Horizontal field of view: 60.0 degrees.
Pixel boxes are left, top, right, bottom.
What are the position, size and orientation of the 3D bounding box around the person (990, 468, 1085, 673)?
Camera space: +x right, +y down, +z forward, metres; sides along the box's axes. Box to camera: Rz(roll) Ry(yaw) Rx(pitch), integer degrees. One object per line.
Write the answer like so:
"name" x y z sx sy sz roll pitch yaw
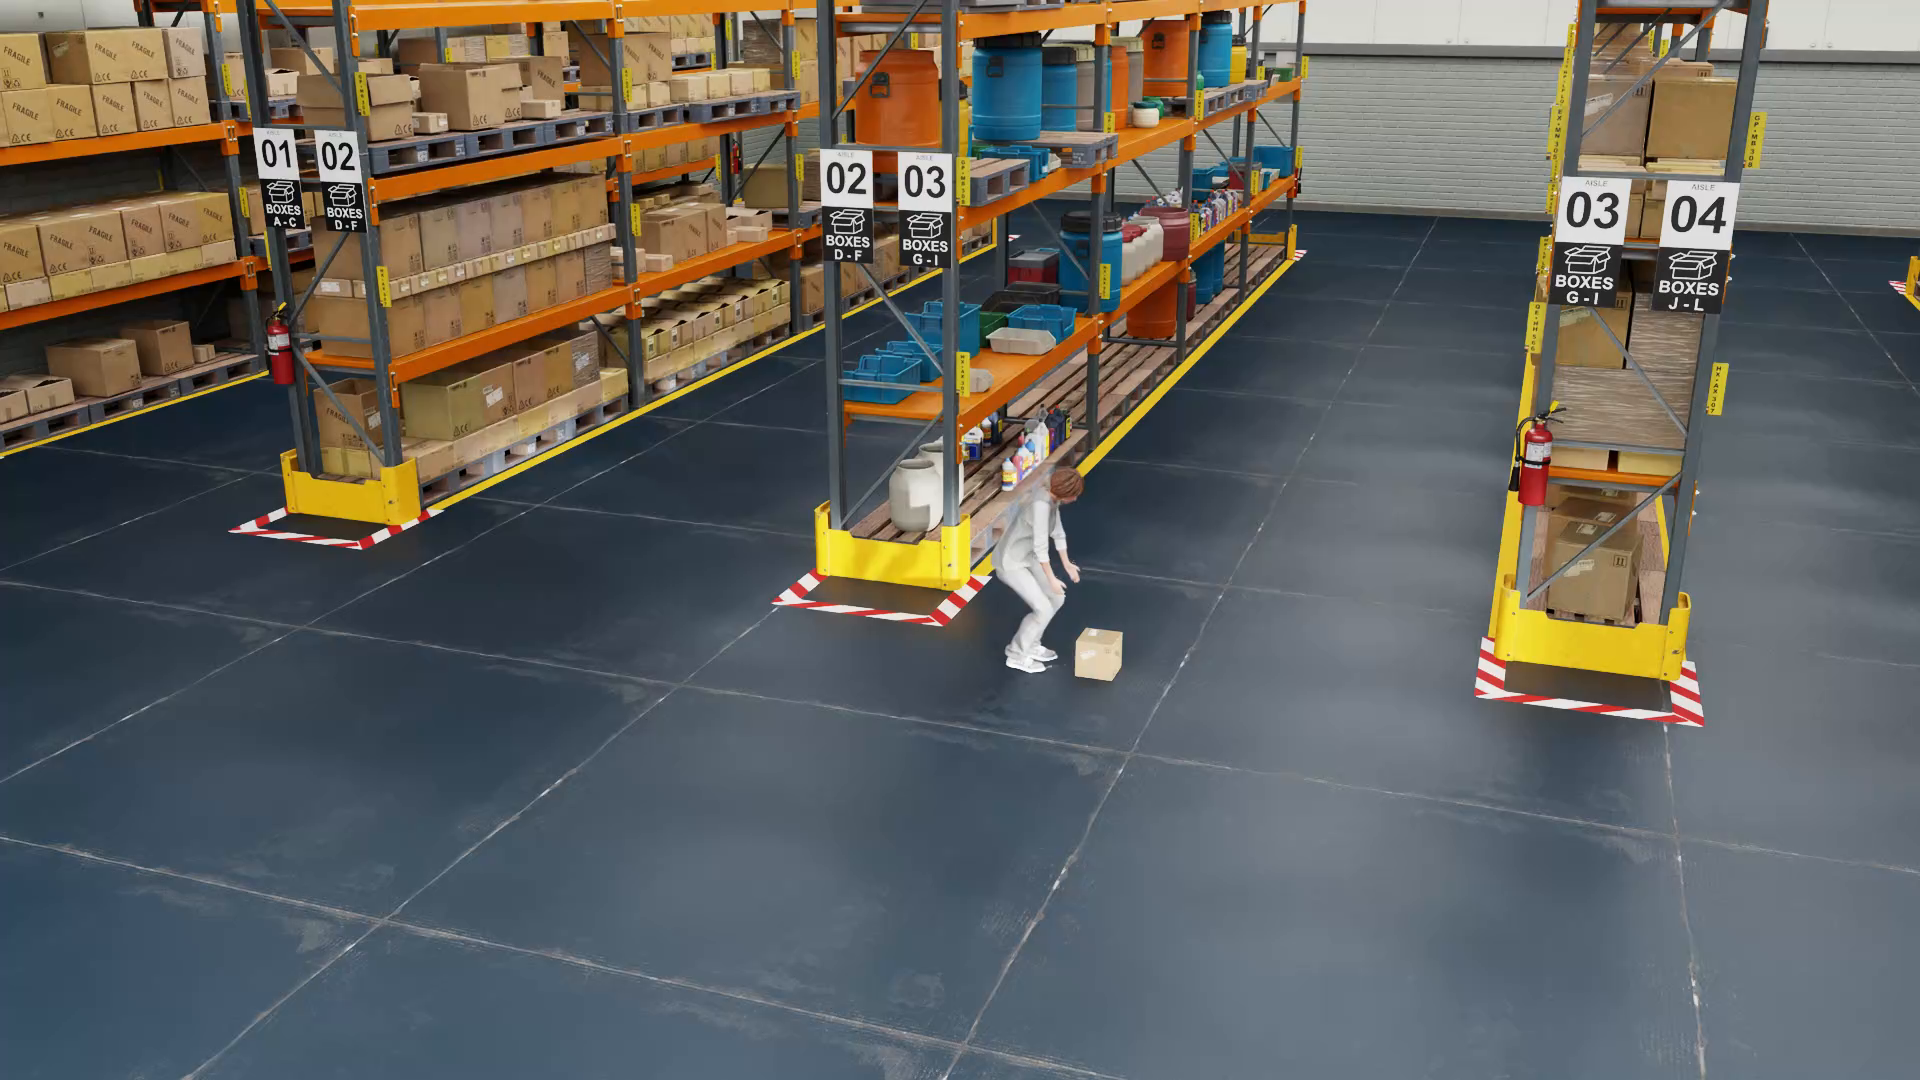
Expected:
"person" 0.511 0.178 10.938 0.602 1.361 0.460 7 20 19
